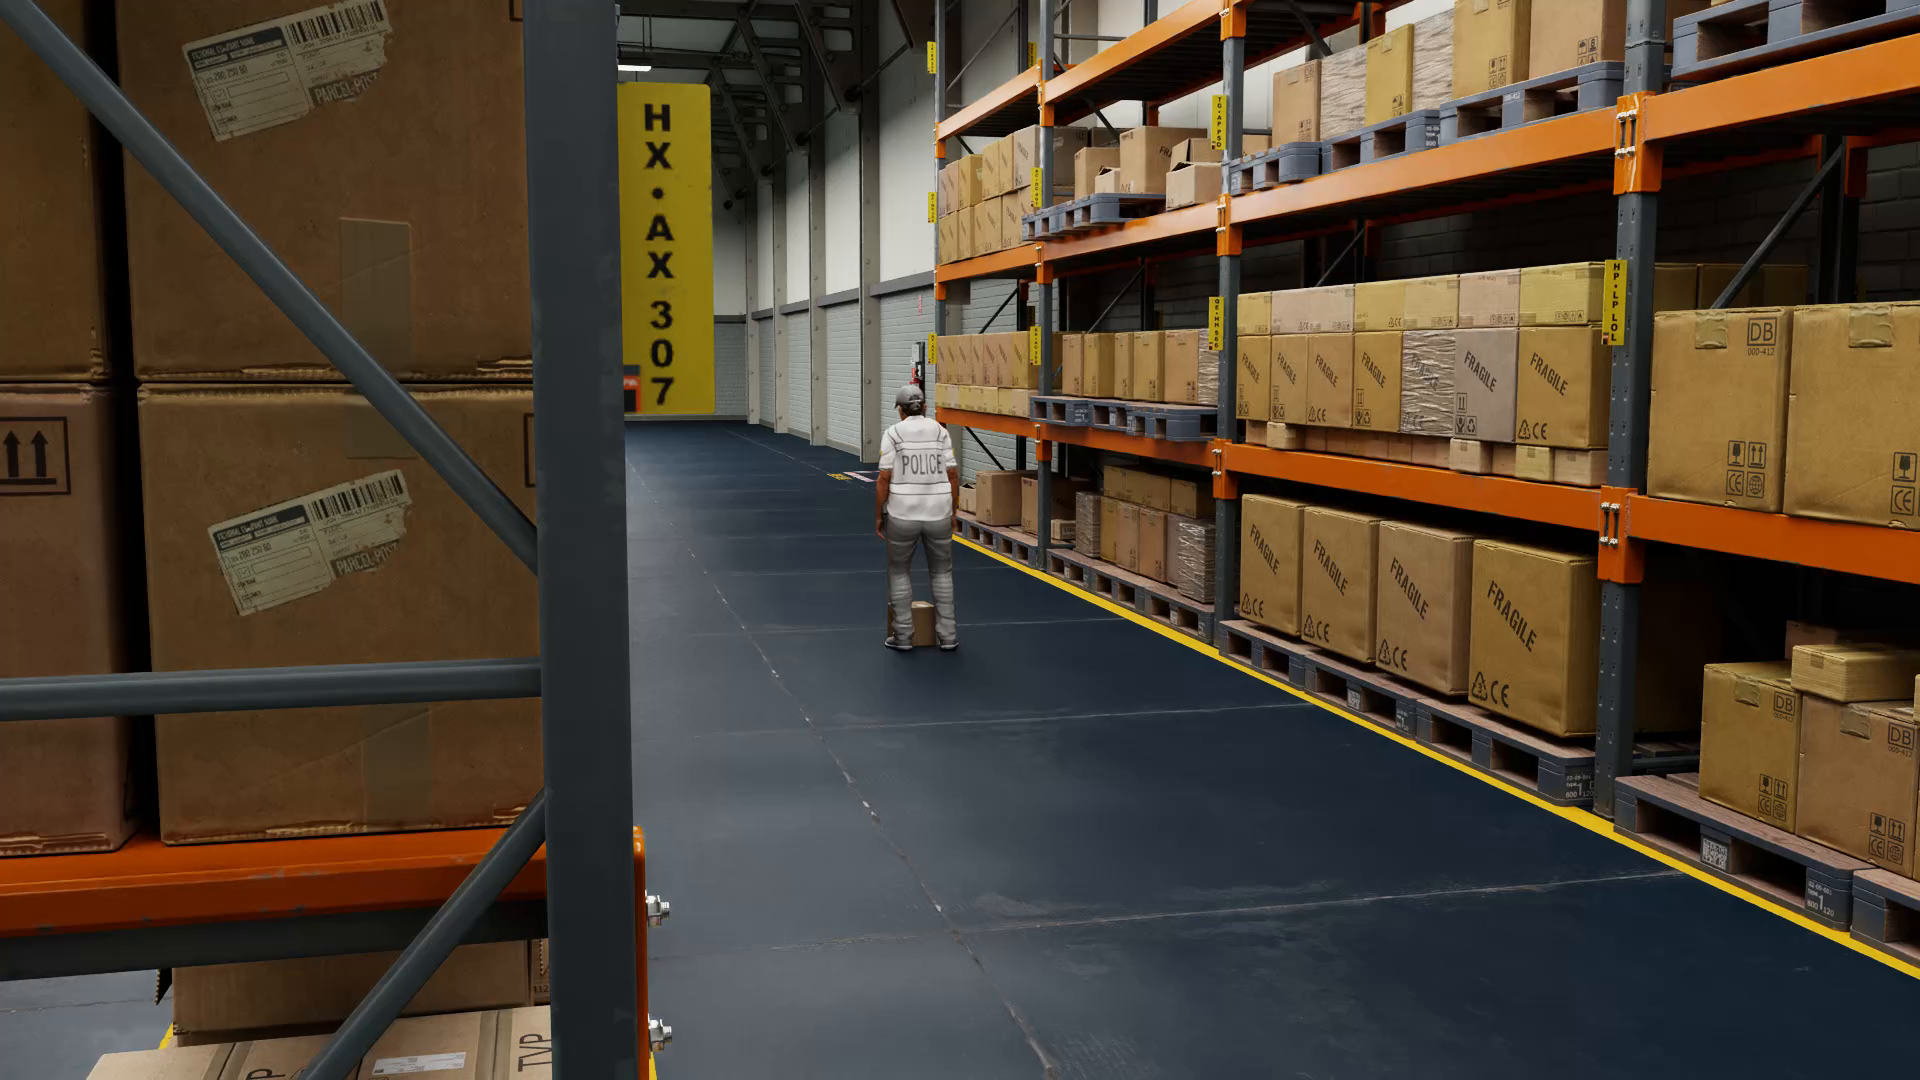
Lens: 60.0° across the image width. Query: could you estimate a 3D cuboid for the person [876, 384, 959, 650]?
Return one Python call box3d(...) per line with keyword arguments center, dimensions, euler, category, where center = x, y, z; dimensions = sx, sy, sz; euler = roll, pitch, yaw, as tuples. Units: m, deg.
box3d(center=(-0.263, -0.139, 10.428), dimensions=(0.553, 1.666, 0.471), euler=(-2, 6, -15), category="person")
